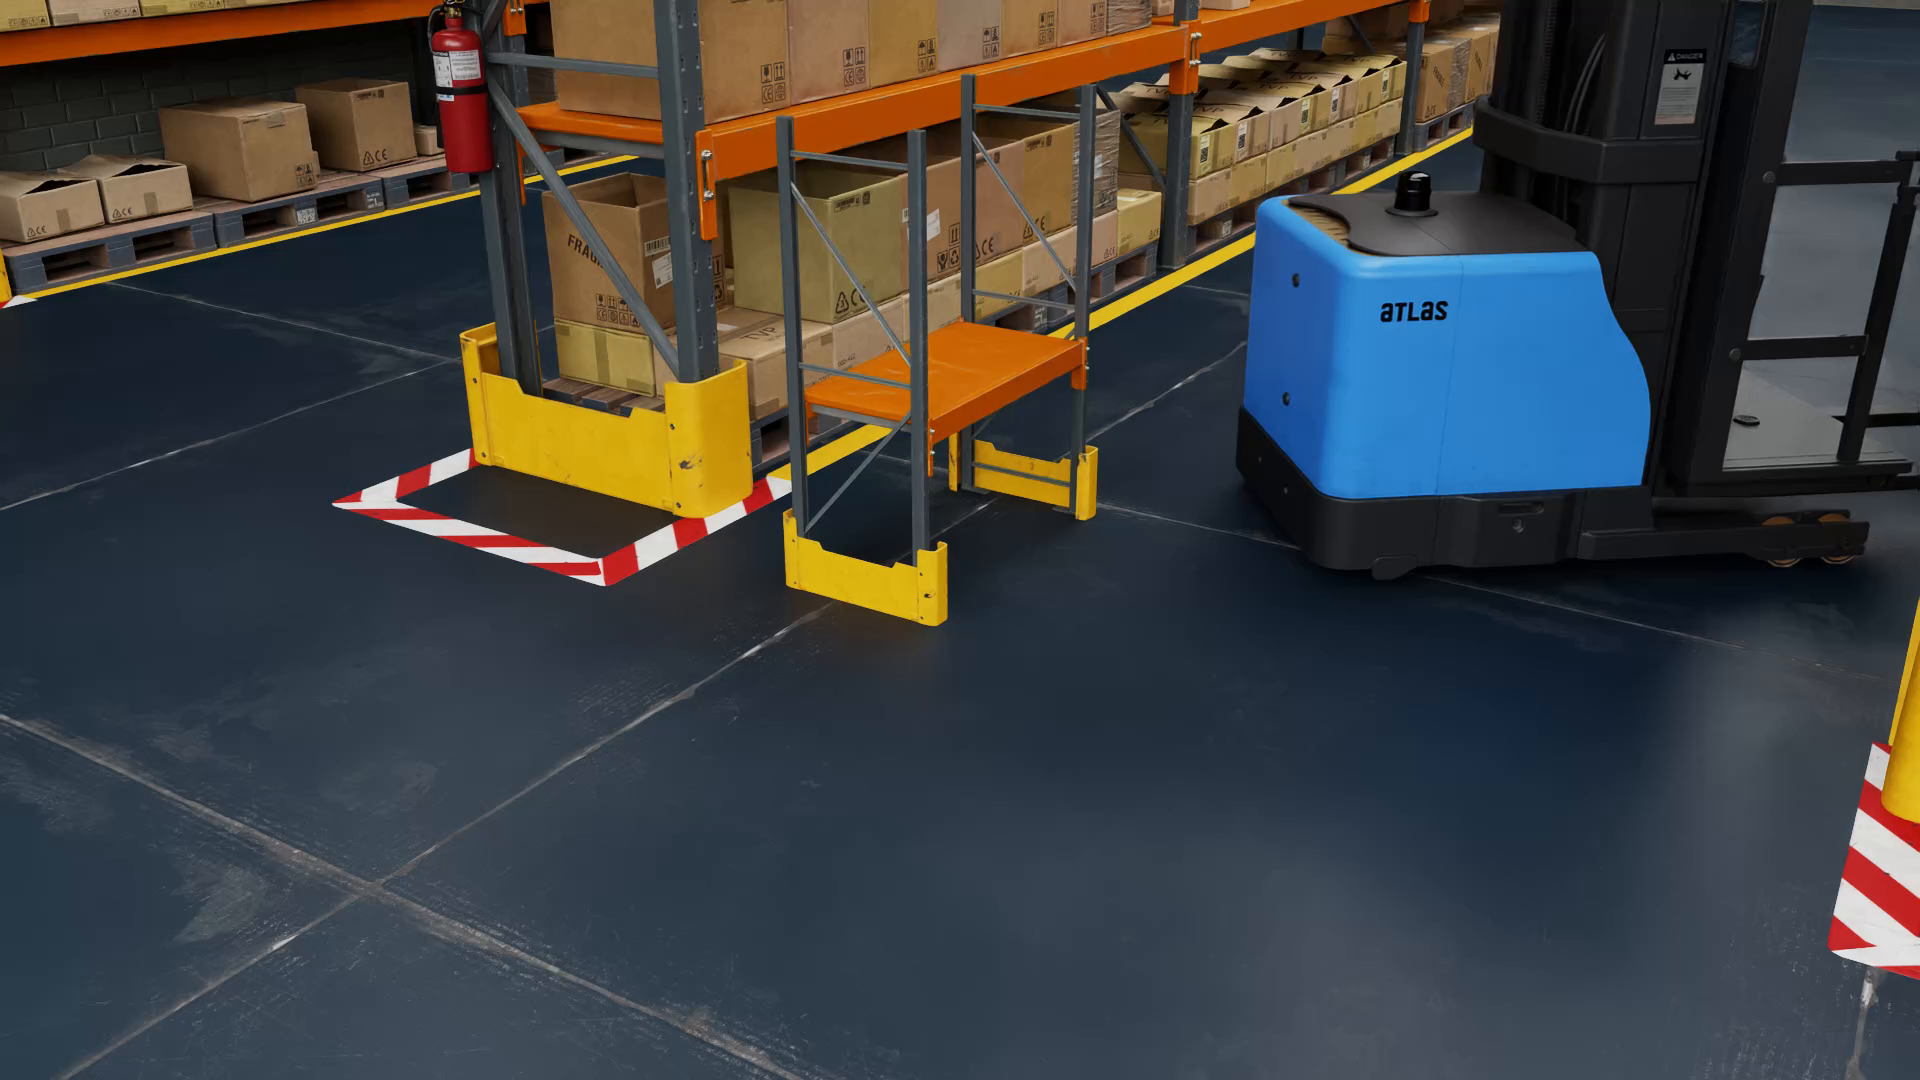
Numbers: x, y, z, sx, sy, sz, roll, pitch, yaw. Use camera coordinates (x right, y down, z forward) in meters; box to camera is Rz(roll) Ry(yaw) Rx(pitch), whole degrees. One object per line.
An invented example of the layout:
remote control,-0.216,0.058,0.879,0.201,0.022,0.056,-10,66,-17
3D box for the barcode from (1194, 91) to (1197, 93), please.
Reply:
barcode,1.283,-2.476,9.078,0.001,0.075,0.075,14,27,29

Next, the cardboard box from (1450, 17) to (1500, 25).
cardboard box,4.465,-4.176,14.213,0.500,0.500,0.500,14,27,30

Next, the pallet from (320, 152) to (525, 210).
pallet,-3.740,-2.505,11.271,1.003,0.211,1.213,14,27,29

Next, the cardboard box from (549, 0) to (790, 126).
cardboard box,-1.058,-1.833,6.082,0.700,0.500,0.500,14,27,29

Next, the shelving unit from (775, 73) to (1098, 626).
shelving unit,-0.040,-0.663,5.393,0.587,1.500,1.083,14,27,29

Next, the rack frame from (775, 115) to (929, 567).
rack frame,-0.313,-0.488,4.989,0.500,1.500,0.032,14,27,29

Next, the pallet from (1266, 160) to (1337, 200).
pallet,1.793,-2.372,10.965,1.003,0.211,1.213,14,27,29

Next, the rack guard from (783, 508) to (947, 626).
rack guard,-0.303,0.079,5.253,0.587,0.250,0.087,14,27,29

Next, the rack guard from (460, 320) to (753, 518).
rack guard,-1.328,-0.477,6.222,1.175,0.500,0.348,14,27,29

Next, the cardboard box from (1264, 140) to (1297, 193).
cardboard box,1.760,-2.345,10.323,0.500,0.250,0.500,13,27,27

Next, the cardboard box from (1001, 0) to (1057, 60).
cardboard box,0.026,-2.529,7.690,0.700,0.500,0.500,14,27,30

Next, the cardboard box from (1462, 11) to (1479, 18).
cardboard box,4.281,-4.442,14.828,0.500,0.500,0.500,14,27,30

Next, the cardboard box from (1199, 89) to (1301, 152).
cardboard box,1.765,-2.600,10.207,0.500,0.311,0.500,13,27,27

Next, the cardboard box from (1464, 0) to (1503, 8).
cardboard box,5.075,-4.988,16.090,0.500,0.500,0.500,14,27,29

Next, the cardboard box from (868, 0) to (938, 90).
cardboard box,-0.518,-2.177,6.878,0.700,0.500,0.500,14,27,29

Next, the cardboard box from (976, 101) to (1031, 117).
cardboard box,0.027,-1.996,8.573,0.500,0.500,0.500,14,27,29

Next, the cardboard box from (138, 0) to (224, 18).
cardboard box,-4.463,-3.056,9.197,0.500,0.250,0.500,13,27,28

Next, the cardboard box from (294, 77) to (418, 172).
cardboard box,-3.929,-2.715,10.838,0.500,0.500,0.500,12,26,25

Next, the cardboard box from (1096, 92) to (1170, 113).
cardboard box,1.034,-2.544,10.077,0.500,0.311,0.500,15,27,30

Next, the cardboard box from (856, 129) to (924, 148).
cardboard box,-0.505,-1.659,7.796,0.500,0.500,0.500,14,27,29

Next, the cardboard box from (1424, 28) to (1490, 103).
cardboard box,3.928,-3.827,13.406,0.500,0.500,0.500,13,27,28

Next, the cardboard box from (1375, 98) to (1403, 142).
cardboard box,2.835,-3.034,11.915,0.500,0.250,0.500,15,27,30

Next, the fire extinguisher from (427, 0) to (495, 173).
fire extinguisher,-1.772,-1.654,5.892,0.296,0.674,0.183,14,27,29

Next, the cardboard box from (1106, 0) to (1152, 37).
cardboard box,0.566,-2.877,8.493,0.700,0.500,0.500,13,27,28

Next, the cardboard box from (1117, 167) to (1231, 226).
cardboard box,1.218,-1.997,9.520,0.500,0.250,0.500,13,27,28

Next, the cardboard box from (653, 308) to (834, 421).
cardboard box,-0.843,-0.697,6.517,0.500,0.250,0.500,14,27,29

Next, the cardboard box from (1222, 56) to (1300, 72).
cardboard box,2.109,-3.226,11.653,0.500,0.311,0.500,13,27,28

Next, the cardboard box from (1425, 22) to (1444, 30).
cardboard box,3.744,-4.105,14.048,0.500,0.500,0.500,13,26,27

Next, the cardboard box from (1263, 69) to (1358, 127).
cardboard box,2.301,-2.945,11.004,0.500,0.311,0.500,14,27,29

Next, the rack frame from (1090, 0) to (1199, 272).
rack frame,0.795,-2.982,8.862,1.000,3.000,0.127,14,27,29

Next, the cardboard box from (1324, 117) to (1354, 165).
cardboard box,2.298,-2.690,11.121,0.500,0.250,0.500,15,27,30

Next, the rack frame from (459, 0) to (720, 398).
rack frame,-1.315,-1.632,5.744,1.000,3.000,0.127,14,27,29

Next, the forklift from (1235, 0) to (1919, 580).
forklift,2.584,-1.460,5.432,3.031,2.935,1.130,-3,24,-7

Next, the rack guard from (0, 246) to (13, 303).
rack guard,-5.485,-1.547,8.695,1.175,0.500,0.348,14,27,29

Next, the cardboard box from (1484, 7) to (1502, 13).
cardboard box,4.998,-4.510,14.985,0.500,0.500,0.500,14,27,29

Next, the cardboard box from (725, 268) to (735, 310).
cardboard box,-1.030,-0.977,7.163,0.500,0.250,0.500,14,27,29

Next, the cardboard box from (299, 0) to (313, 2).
cardboard box,-3.930,-3.396,9.983,0.500,0.250,0.500,14,27,29

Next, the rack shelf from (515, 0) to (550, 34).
rack shelf,-2.360,-4.364,12.960,1.077,0.370,4.000,14,27,29

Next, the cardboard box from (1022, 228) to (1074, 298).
cardboard box,0.213,-1.372,8.076,0.500,0.250,0.500,14,27,29

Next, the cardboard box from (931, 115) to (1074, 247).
cardboard box,0.202,-1.719,7.933,0.500,0.500,0.500,14,27,29

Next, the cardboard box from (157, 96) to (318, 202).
cardboard box,-4.354,-2.368,10.036,0.700,0.500,0.500,12,26,26

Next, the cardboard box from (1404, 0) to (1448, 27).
cardboard box,3.761,-4.462,13.929,0.500,0.250,0.500,13,27,28

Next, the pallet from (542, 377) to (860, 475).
pallet,-0.947,-0.619,6.914,1.003,0.211,1.213,14,27,29

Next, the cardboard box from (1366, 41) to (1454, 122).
cardboard box,3.388,-3.480,12.607,0.500,0.500,0.500,15,28,31

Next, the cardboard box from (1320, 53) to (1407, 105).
cardboard box,2.838,-3.292,11.805,0.500,0.311,0.500,15,27,30

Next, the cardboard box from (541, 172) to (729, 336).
cardboard box,-1.285,-1.150,6.620,0.500,0.500,0.500,14,27,29

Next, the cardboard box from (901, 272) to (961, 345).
cardboard box,-0.318,-1.035,7.298,0.500,0.250,0.500,14,27,29

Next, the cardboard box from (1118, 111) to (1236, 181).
cardboard box,1.225,-2.257,9.415,0.500,0.311,0.500,14,27,29

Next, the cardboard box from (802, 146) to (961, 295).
cardboard box,-0.328,-1.382,7.155,0.500,0.500,0.500,14,27,29

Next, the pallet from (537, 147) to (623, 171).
pallet,-3.006,-3.002,12.419,1.003,0.211,1.213,14,27,29

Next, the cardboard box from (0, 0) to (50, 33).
cardboard box,-4.998,-2.707,8.391,0.500,0.250,0.500,13,27,27

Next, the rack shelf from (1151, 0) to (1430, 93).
rack shelf,1.850,-3.327,10.565,1.077,0.370,4.000,14,27,29

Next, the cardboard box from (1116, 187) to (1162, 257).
cardboard box,0.736,-1.710,8.858,0.500,0.250,0.500,14,27,29

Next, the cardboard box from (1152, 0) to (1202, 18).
cardboard box,1.018,-3.088,9.297,0.500,0.250,0.500,16,28,32

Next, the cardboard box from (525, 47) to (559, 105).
cardboard box,-3.041,-3.325,12.248,0.700,0.500,0.500,15,28,31

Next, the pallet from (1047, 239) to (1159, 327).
pallet,0.340,-1.443,8.817,1.003,0.211,1.213,14,27,29

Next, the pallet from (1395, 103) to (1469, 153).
pallet,3.331,-3.296,13.099,1.003,0.211,1.213,14,27,29

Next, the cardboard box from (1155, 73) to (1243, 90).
cardboard box,1.568,-2.881,10.855,0.500,0.311,0.500,13,27,28

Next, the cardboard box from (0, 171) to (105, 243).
cardboard box,-5.084,-1.851,9.081,0.500,0.311,0.500,11,26,23
